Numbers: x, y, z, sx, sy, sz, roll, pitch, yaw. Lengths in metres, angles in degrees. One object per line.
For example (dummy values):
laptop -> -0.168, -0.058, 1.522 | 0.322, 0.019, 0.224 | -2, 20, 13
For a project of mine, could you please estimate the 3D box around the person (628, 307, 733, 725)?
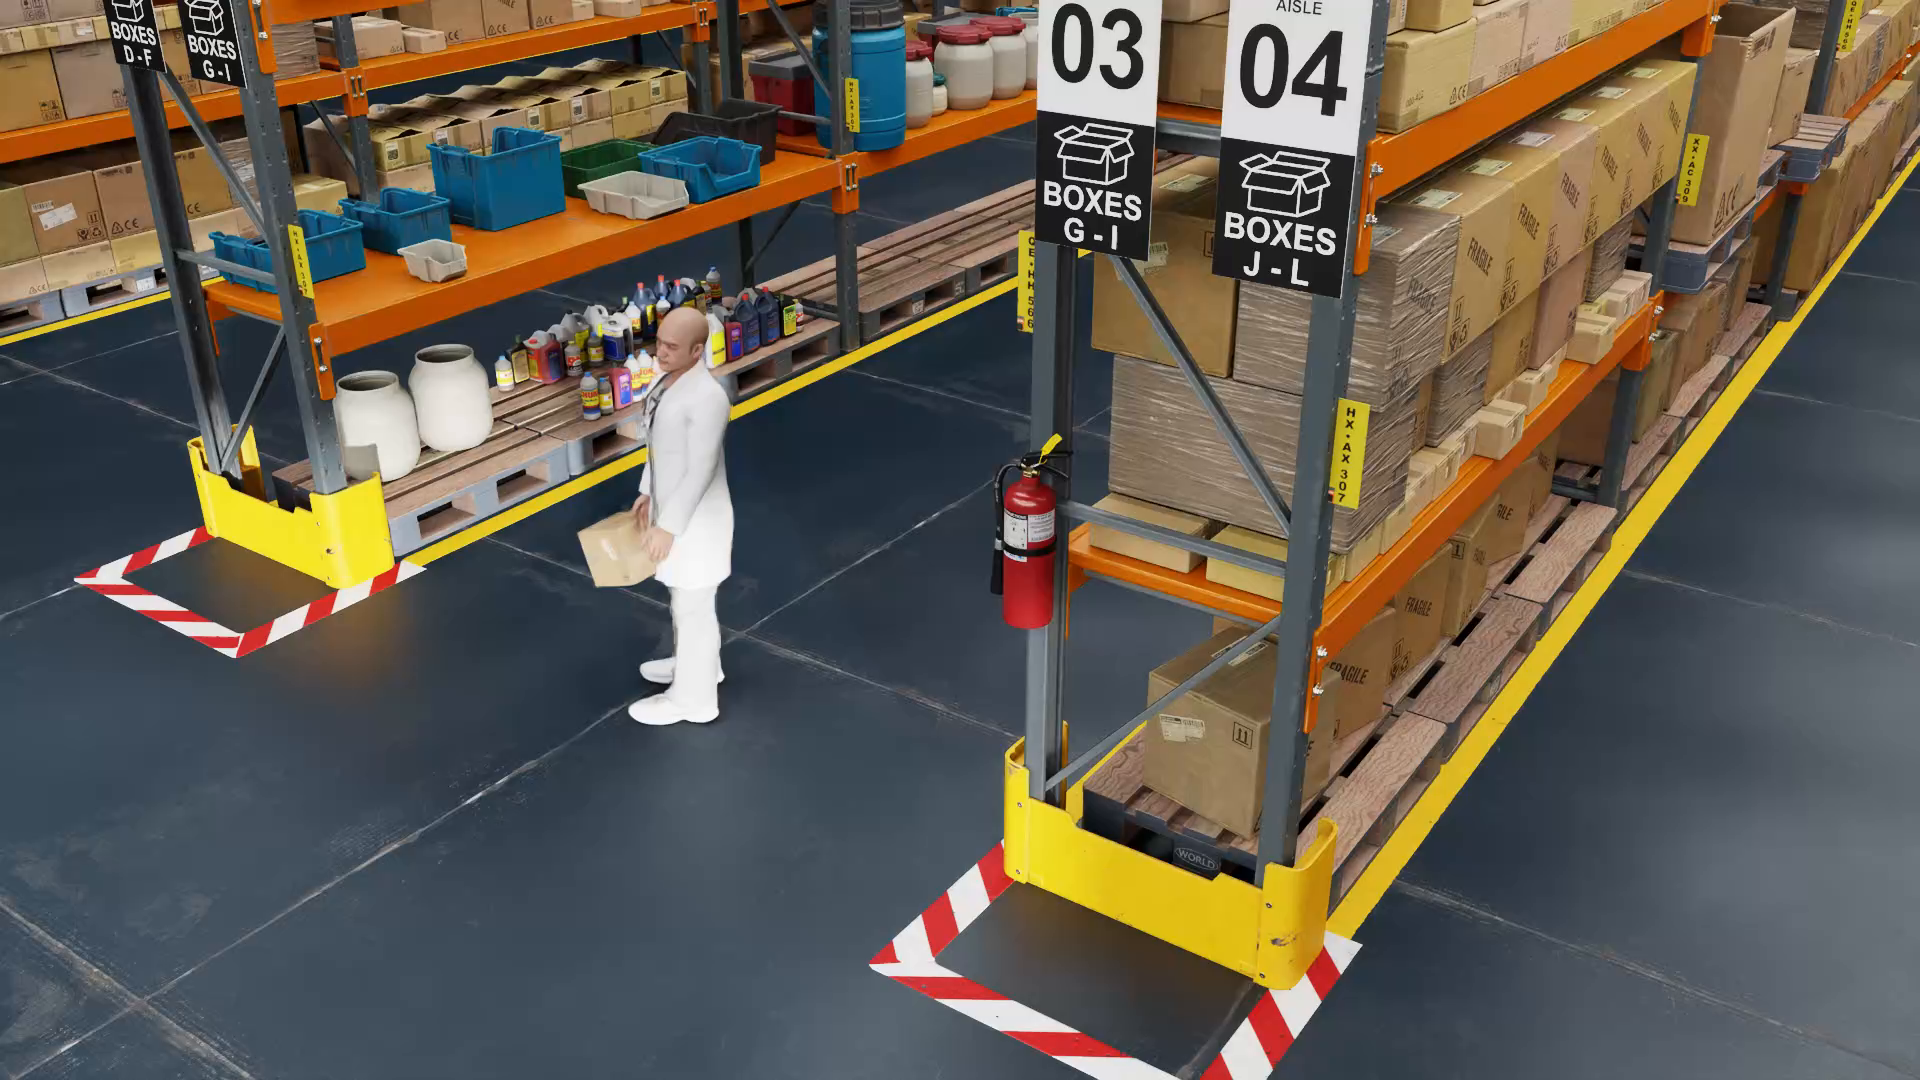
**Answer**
person -> -1.196, -0.094, 6.769 | 0.500, 1.787, 0.624 | -11, 29, -21
